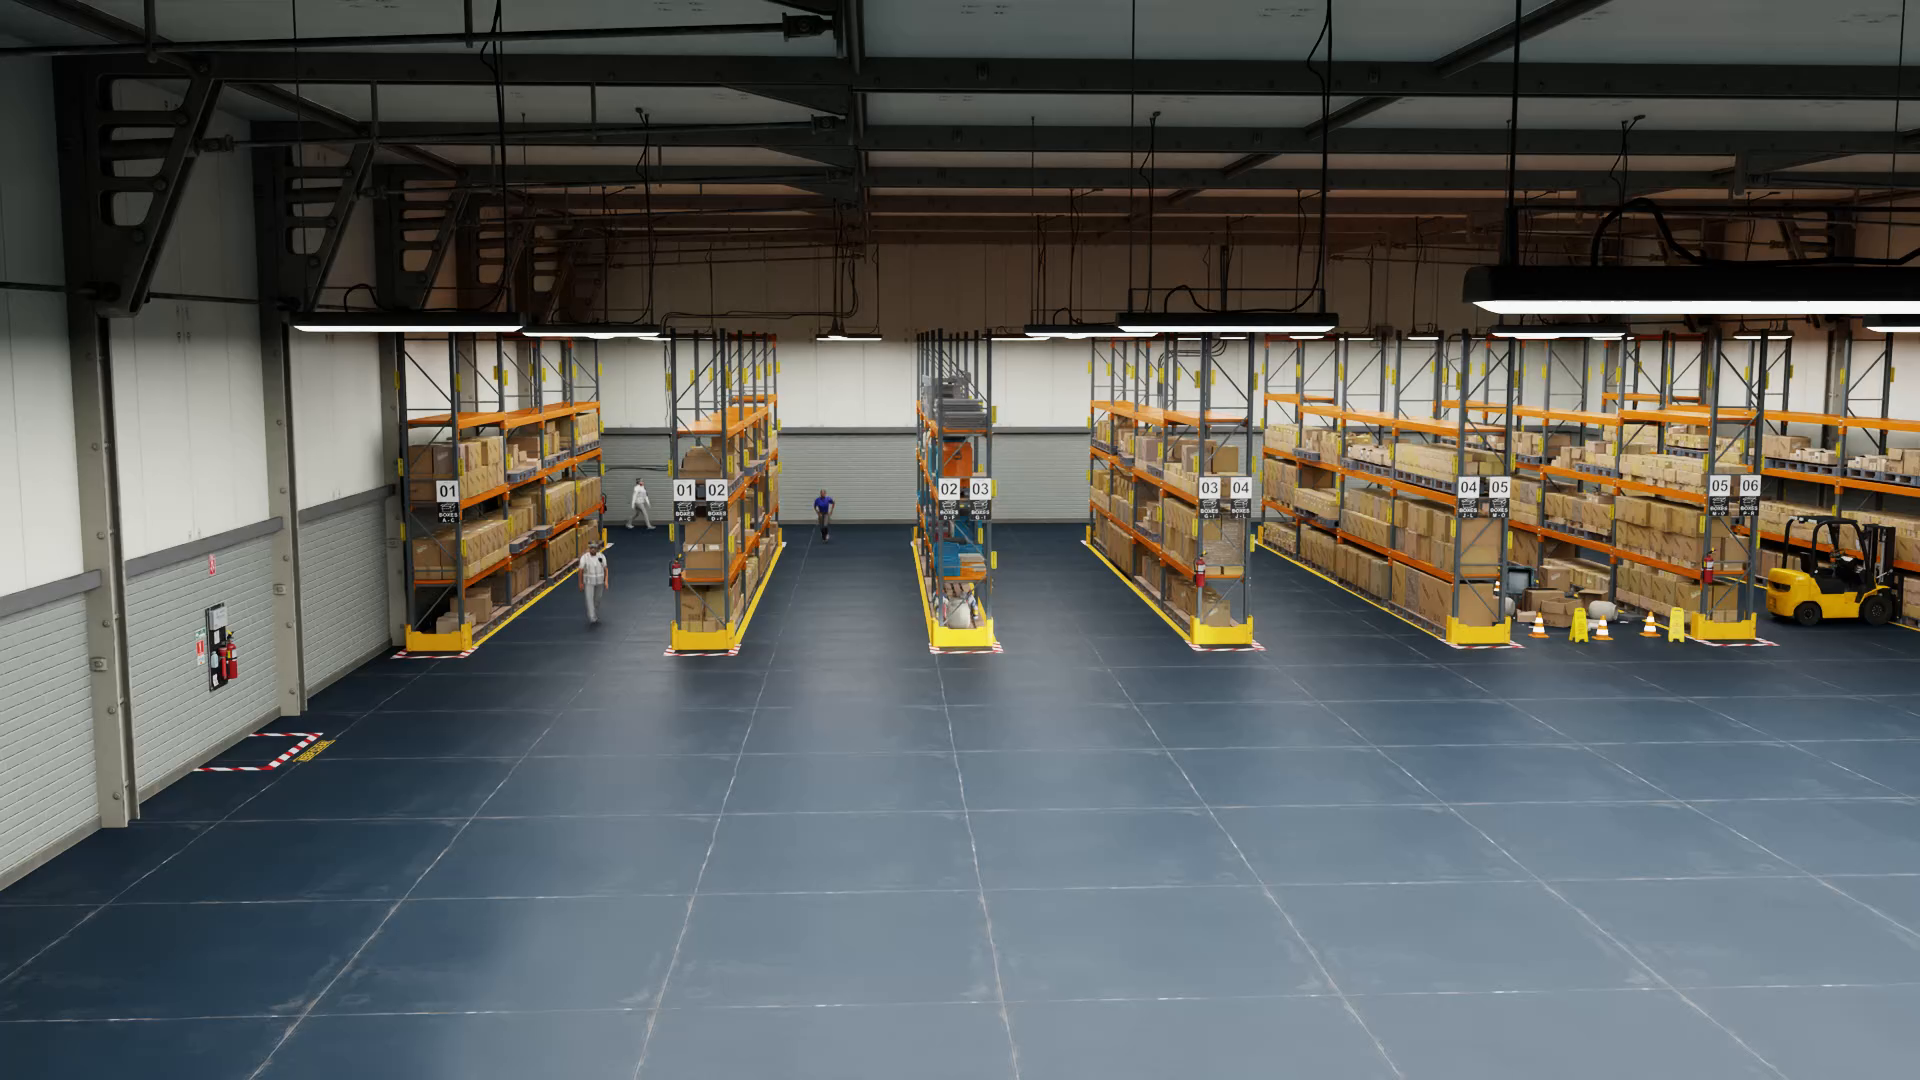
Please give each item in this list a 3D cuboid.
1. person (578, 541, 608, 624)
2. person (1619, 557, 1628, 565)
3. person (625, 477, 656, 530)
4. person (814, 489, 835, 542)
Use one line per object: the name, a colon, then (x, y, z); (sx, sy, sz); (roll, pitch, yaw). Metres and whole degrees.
person: (-7.448, 0.860, 33.903); (0.570, 1.704, 1.080); (-4, 8, -32)
person: (16.514, 0.030, 40.958); (0.607, 1.782, 0.406); (-3, 8, -26)
person: (-9.852, -1.144, 51.313); (1.015, 1.632, 0.471); (1, 7, 8)
person: (-3.909, -0.703, 47.993); (0.578, 1.564, 0.733); (1, 7, 7)
